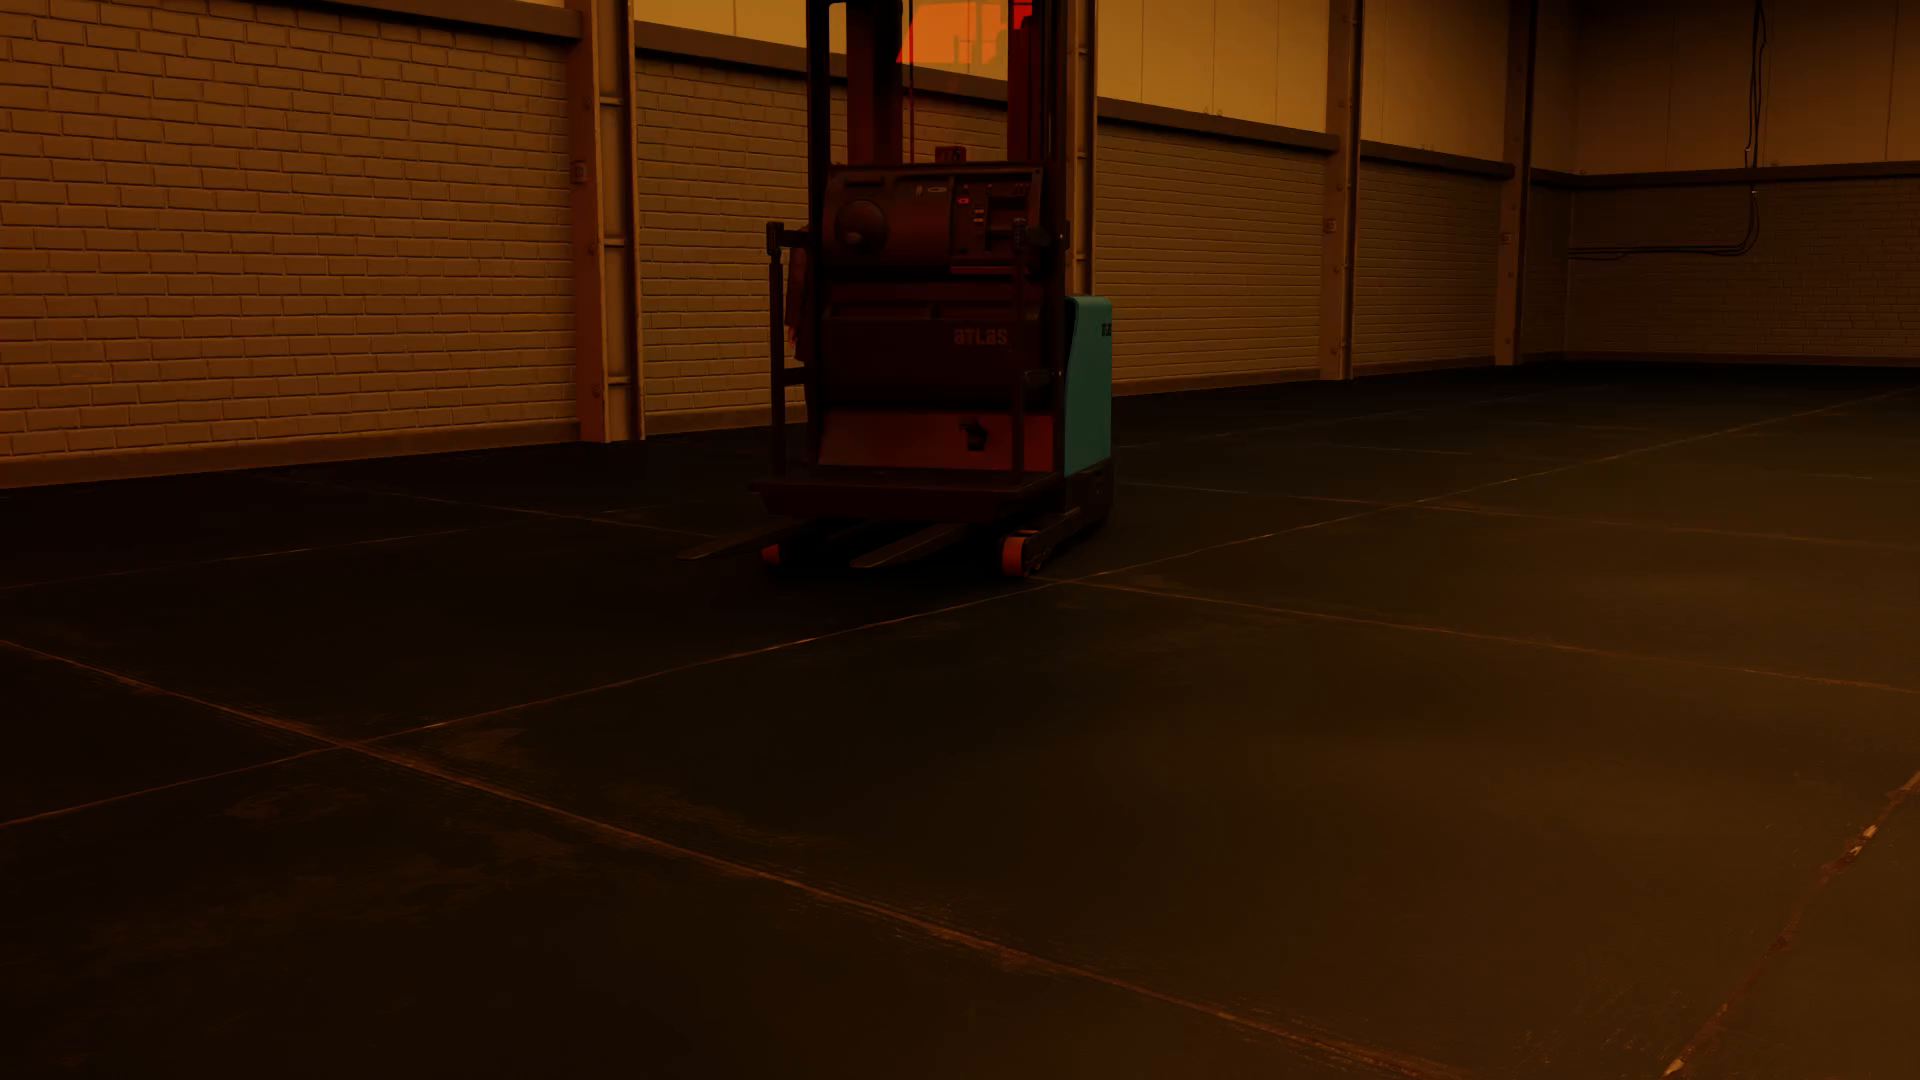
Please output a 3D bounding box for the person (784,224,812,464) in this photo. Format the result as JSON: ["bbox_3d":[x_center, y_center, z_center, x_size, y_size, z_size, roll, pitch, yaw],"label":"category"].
[{"bbox_3d":[-0.805,-1.363,10.599,0.643,1.772,0.435,-2,9,-14],"label":"person"}]

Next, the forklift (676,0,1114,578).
[{"bbox_3d":[-0.176,-1.366,6.616,1.130,2.935,3.031,3,9,17],"label":"forklift"}]
